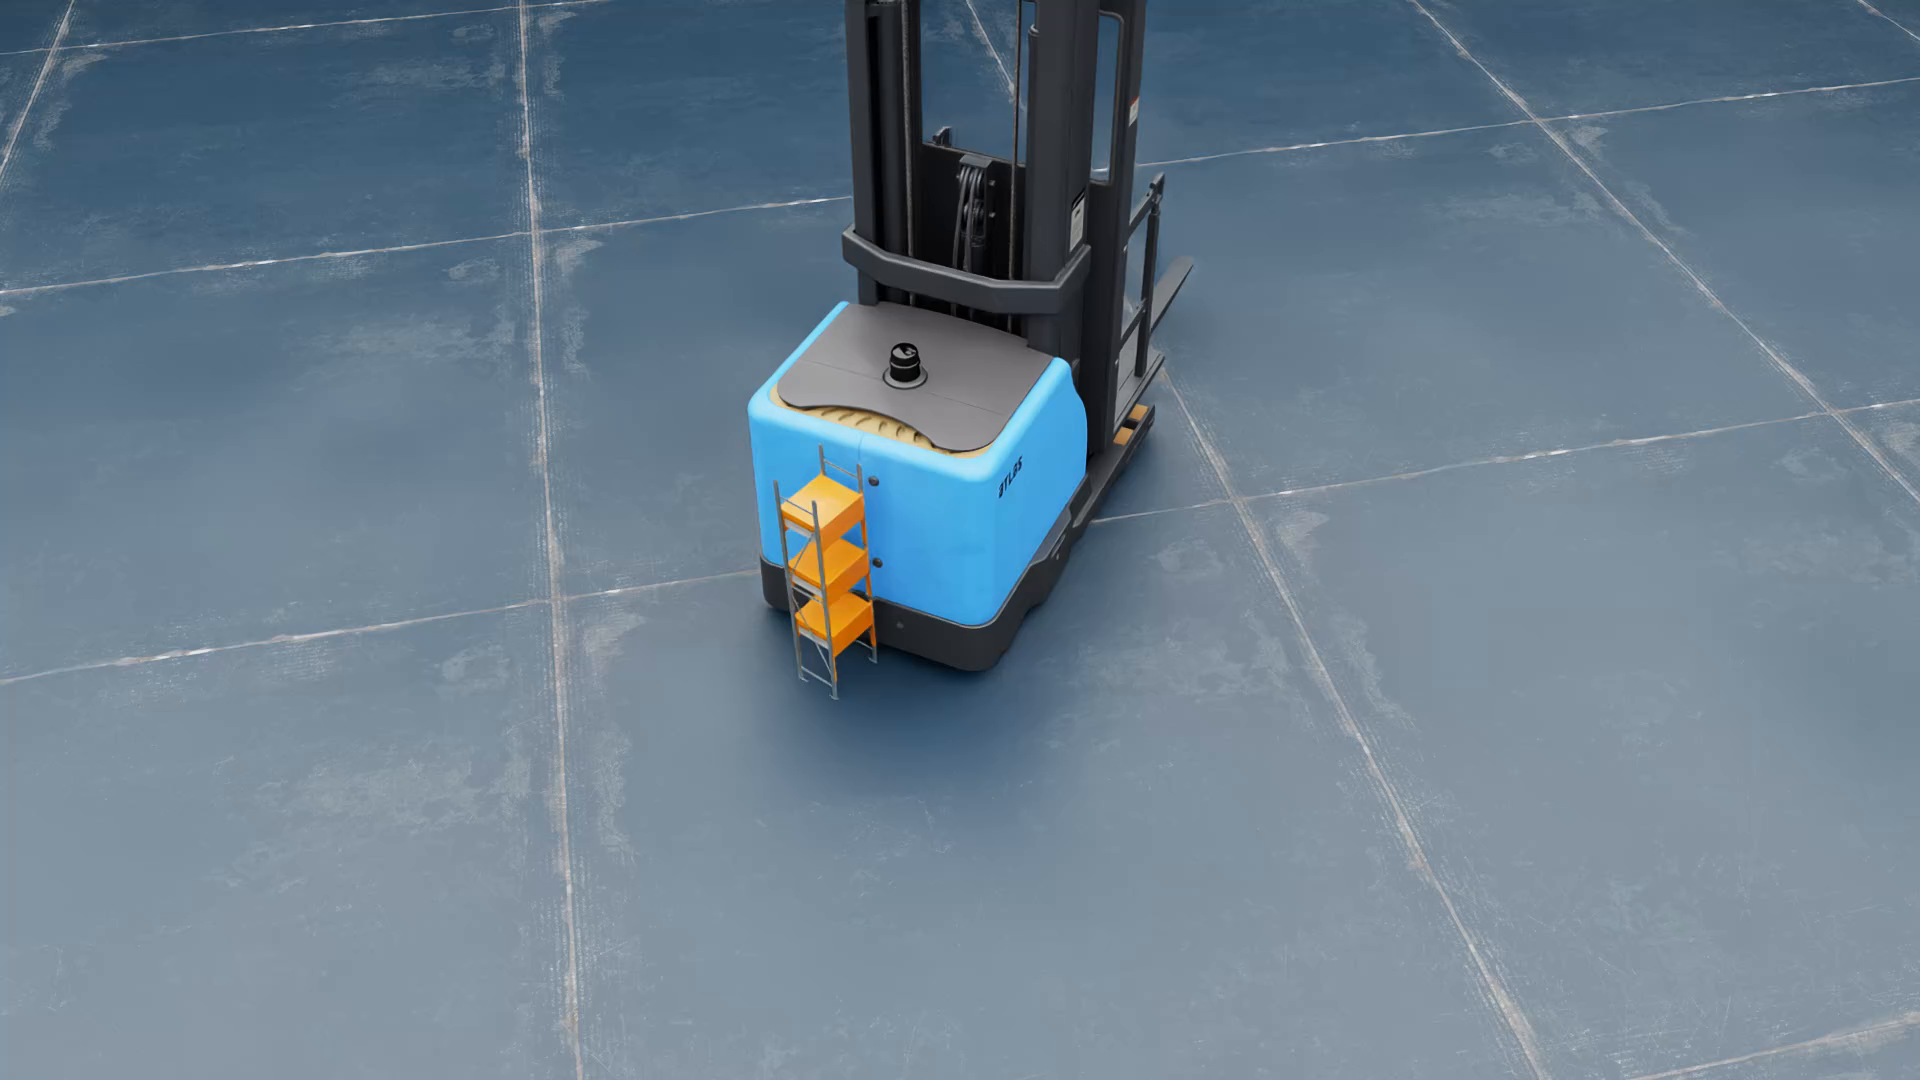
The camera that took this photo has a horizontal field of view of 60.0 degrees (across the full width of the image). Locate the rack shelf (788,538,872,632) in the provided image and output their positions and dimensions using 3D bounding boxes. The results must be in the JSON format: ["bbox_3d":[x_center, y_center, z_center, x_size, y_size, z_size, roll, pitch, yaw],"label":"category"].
[{"bbox_3d":[-0.497,0.148,6.302,0.215,0.259,0.240,27,50,27],"label":"rack shelf"}]

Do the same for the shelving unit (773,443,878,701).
[{"bbox_3d":[-0.497,0.140,6.295,0.215,1.050,0.252,27,50,27],"label":"shelving unit"}]

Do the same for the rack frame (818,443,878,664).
[{"bbox_3d":[-0.423,0.073,6.364,0.200,1.050,0.008,27,50,27],"label":"rack frame"}]

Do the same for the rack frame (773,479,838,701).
[{"bbox_3d":[-0.572,0.207,6.225,0.200,1.050,0.008,27,50,27],"label":"rack frame"}]

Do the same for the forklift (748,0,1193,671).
[{"bbox_3d":[0.260,-1.559,6.799,1.130,2.935,3.031,17,44,18],"label":"forklift"}]

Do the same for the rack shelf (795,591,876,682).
[{"bbox_3d":[-0.491,0.351,6.492,0.215,0.259,0.240,27,50,27],"label":"rack shelf"}]

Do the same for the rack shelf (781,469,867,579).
[{"bbox_3d":[-0.504,-0.059,6.108,0.215,0.259,0.240,27,50,27],"label":"rack shelf"}]
